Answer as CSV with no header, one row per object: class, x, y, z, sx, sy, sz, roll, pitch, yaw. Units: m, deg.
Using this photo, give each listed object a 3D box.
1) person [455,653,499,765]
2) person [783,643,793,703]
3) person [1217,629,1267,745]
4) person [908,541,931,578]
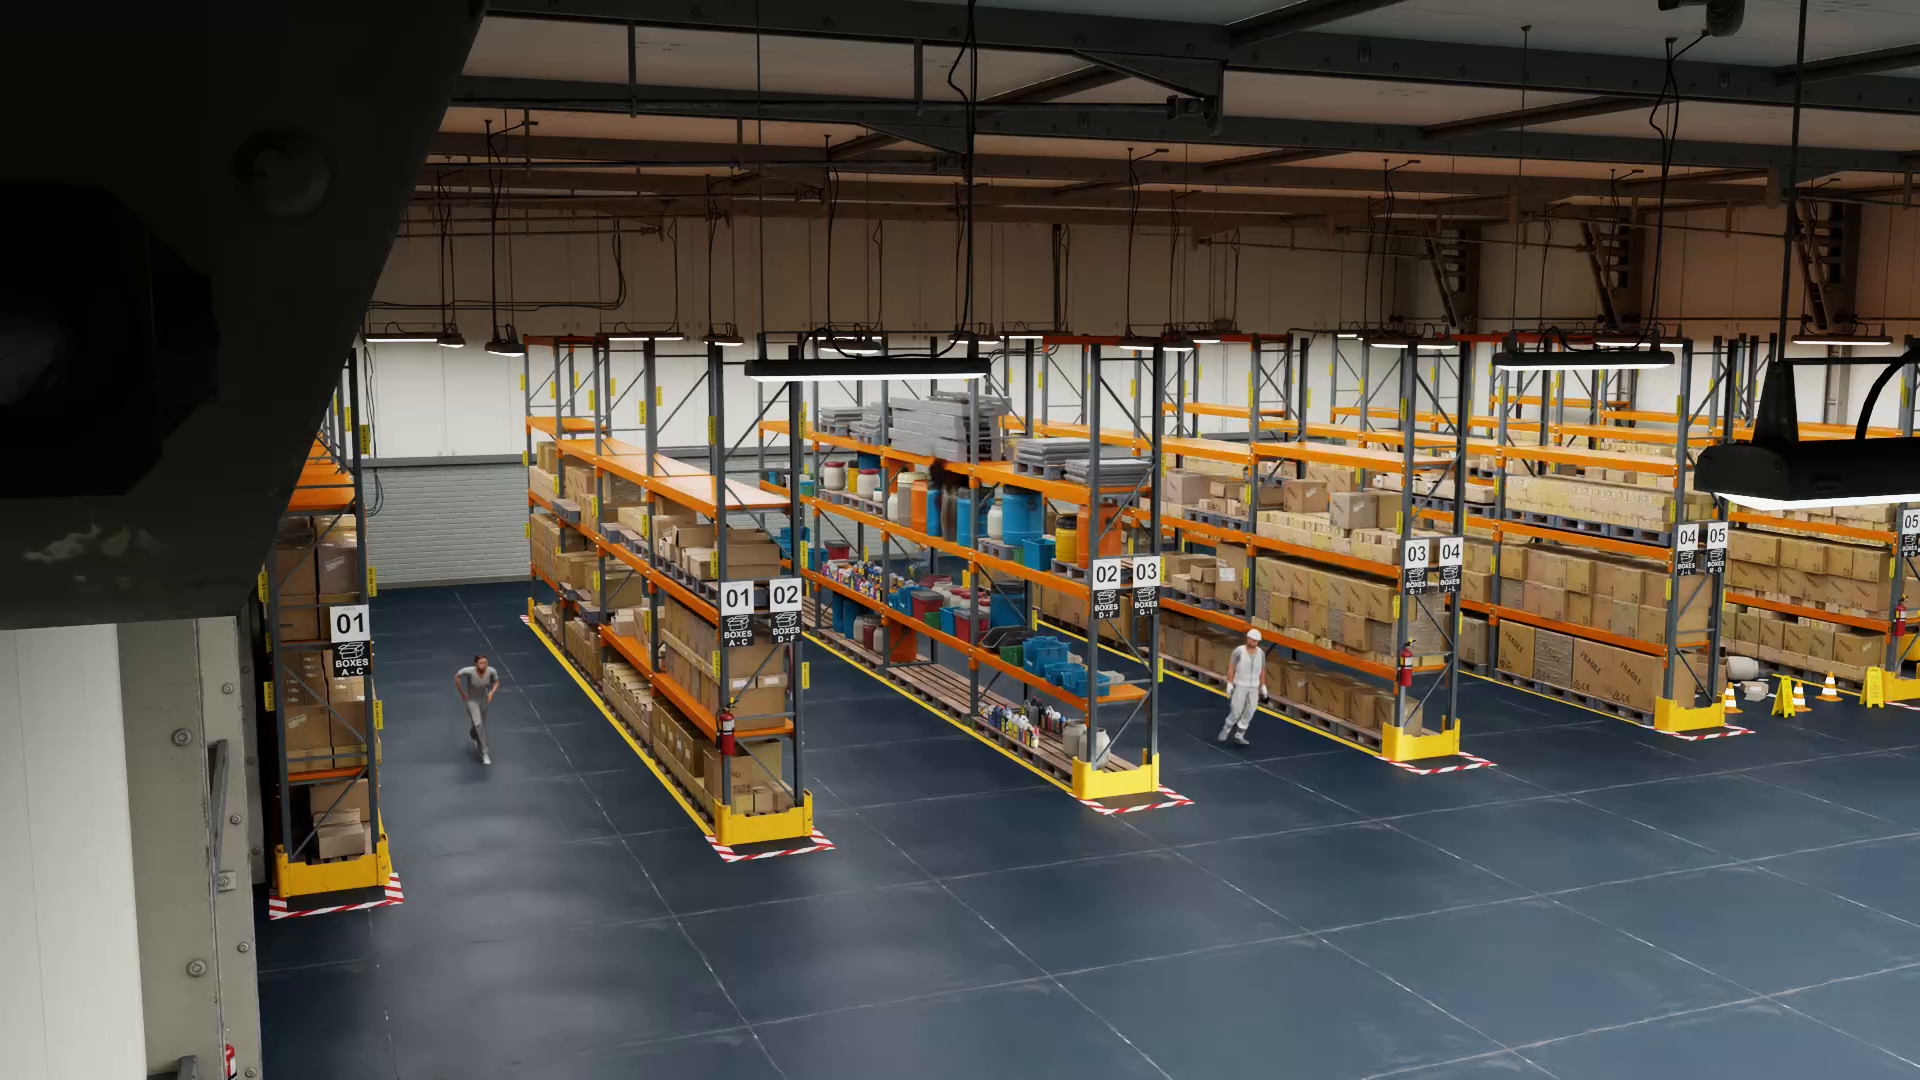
person,-6.984,2.374,24.037,0.606,1.628,1.003,-3,8,-24
person,-2.800,1.709,26.598,0.528,1.767,0.775,-4,9,-29
person,4.201,2.171,24.660,0.691,1.751,0.521,-2,8,-18
person,-0.907,0.183,39.943,0.618,1.728,0.712,1,8,11
